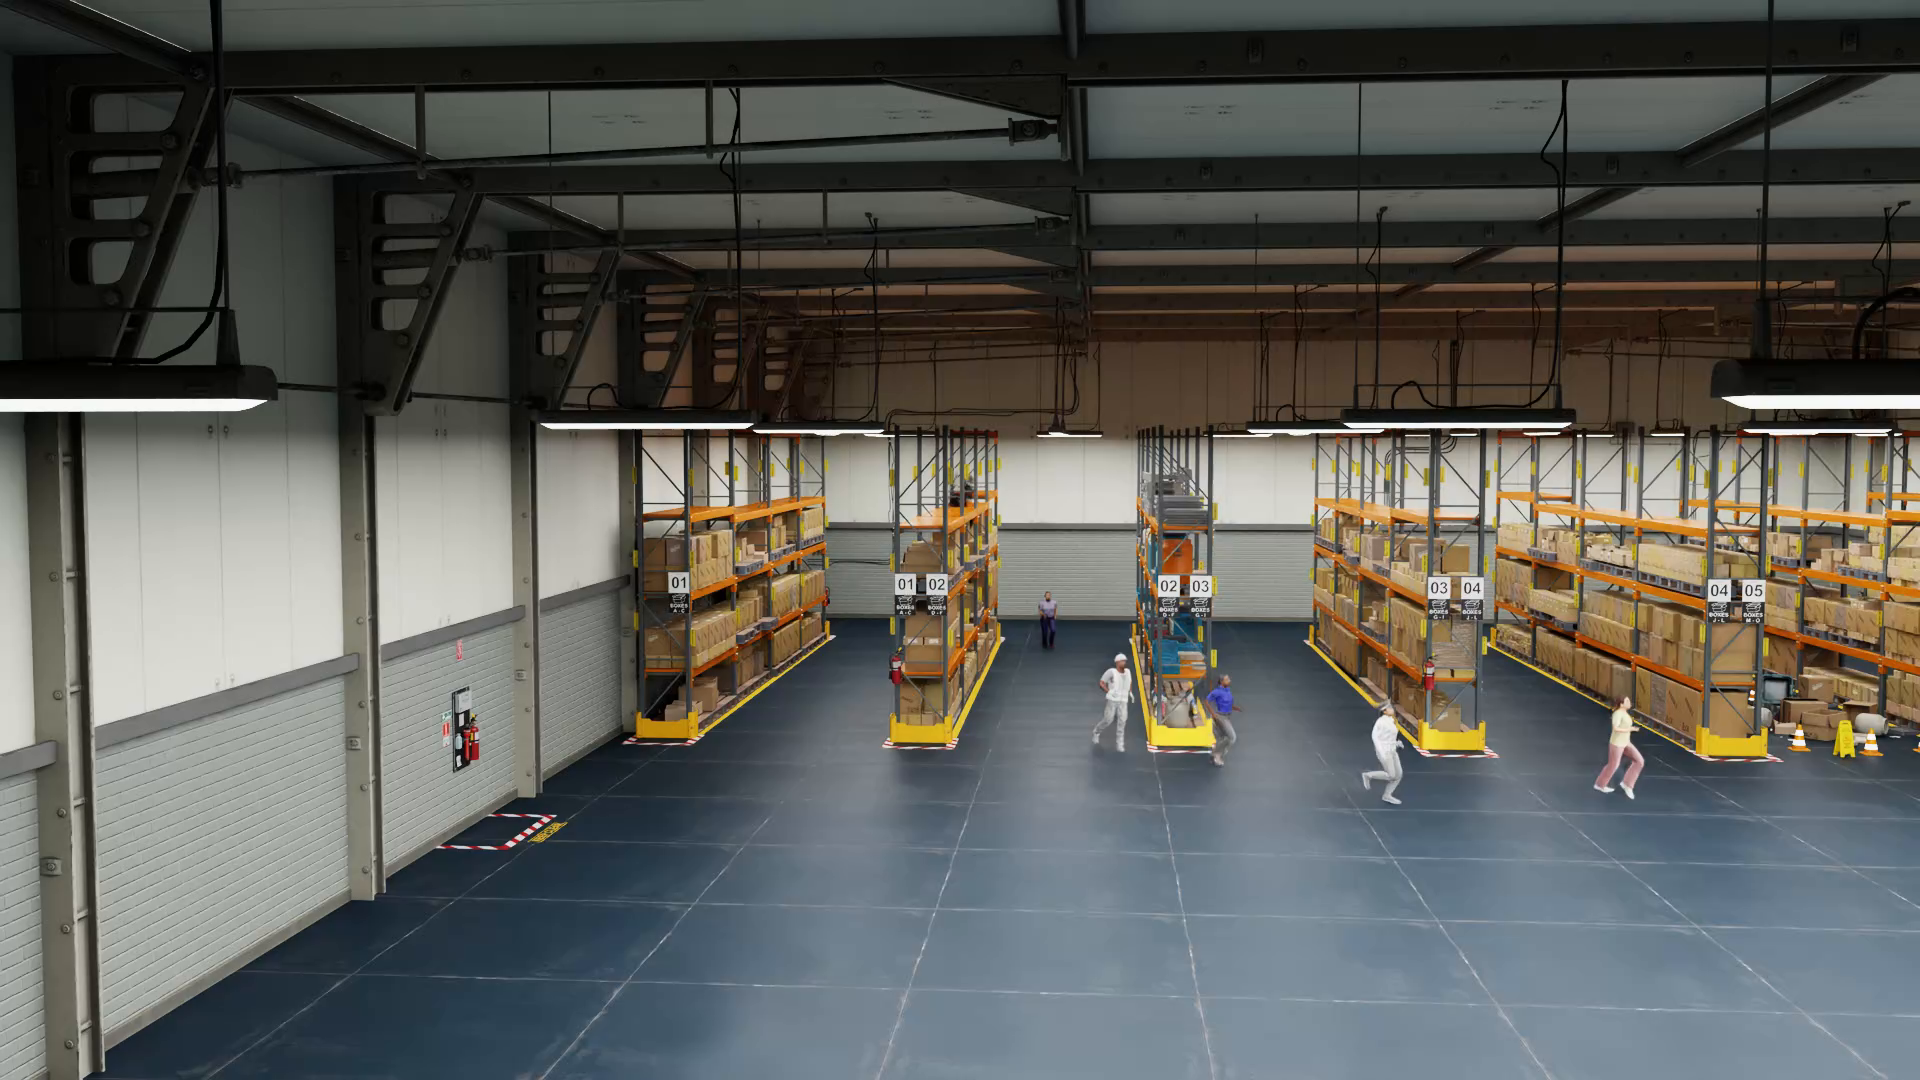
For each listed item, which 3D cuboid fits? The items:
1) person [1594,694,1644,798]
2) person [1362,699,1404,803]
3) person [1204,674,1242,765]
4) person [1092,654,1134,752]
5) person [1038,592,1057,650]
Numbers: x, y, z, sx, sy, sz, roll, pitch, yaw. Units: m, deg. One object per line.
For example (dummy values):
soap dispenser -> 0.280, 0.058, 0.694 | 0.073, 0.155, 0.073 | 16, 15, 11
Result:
person -> 10.533, 3.299, 26.642 | 0.748, 1.672, 0.562 | 3, 5, 44
person -> 6.697, 3.325, 26.286 | 0.588, 1.637, 0.622 | 2, 4, 35
person -> 4.642, 3.157, 29.125 | 0.610, 1.607, 0.558 | 3, 4, 37
person -> 2.936, 2.982, 30.763 | 0.743, 1.745, 0.979 | -1, 4, -23
person -> 2.397, 2.202, 45.281 | 0.550, 1.613, 0.731 | 0, 3, -5
